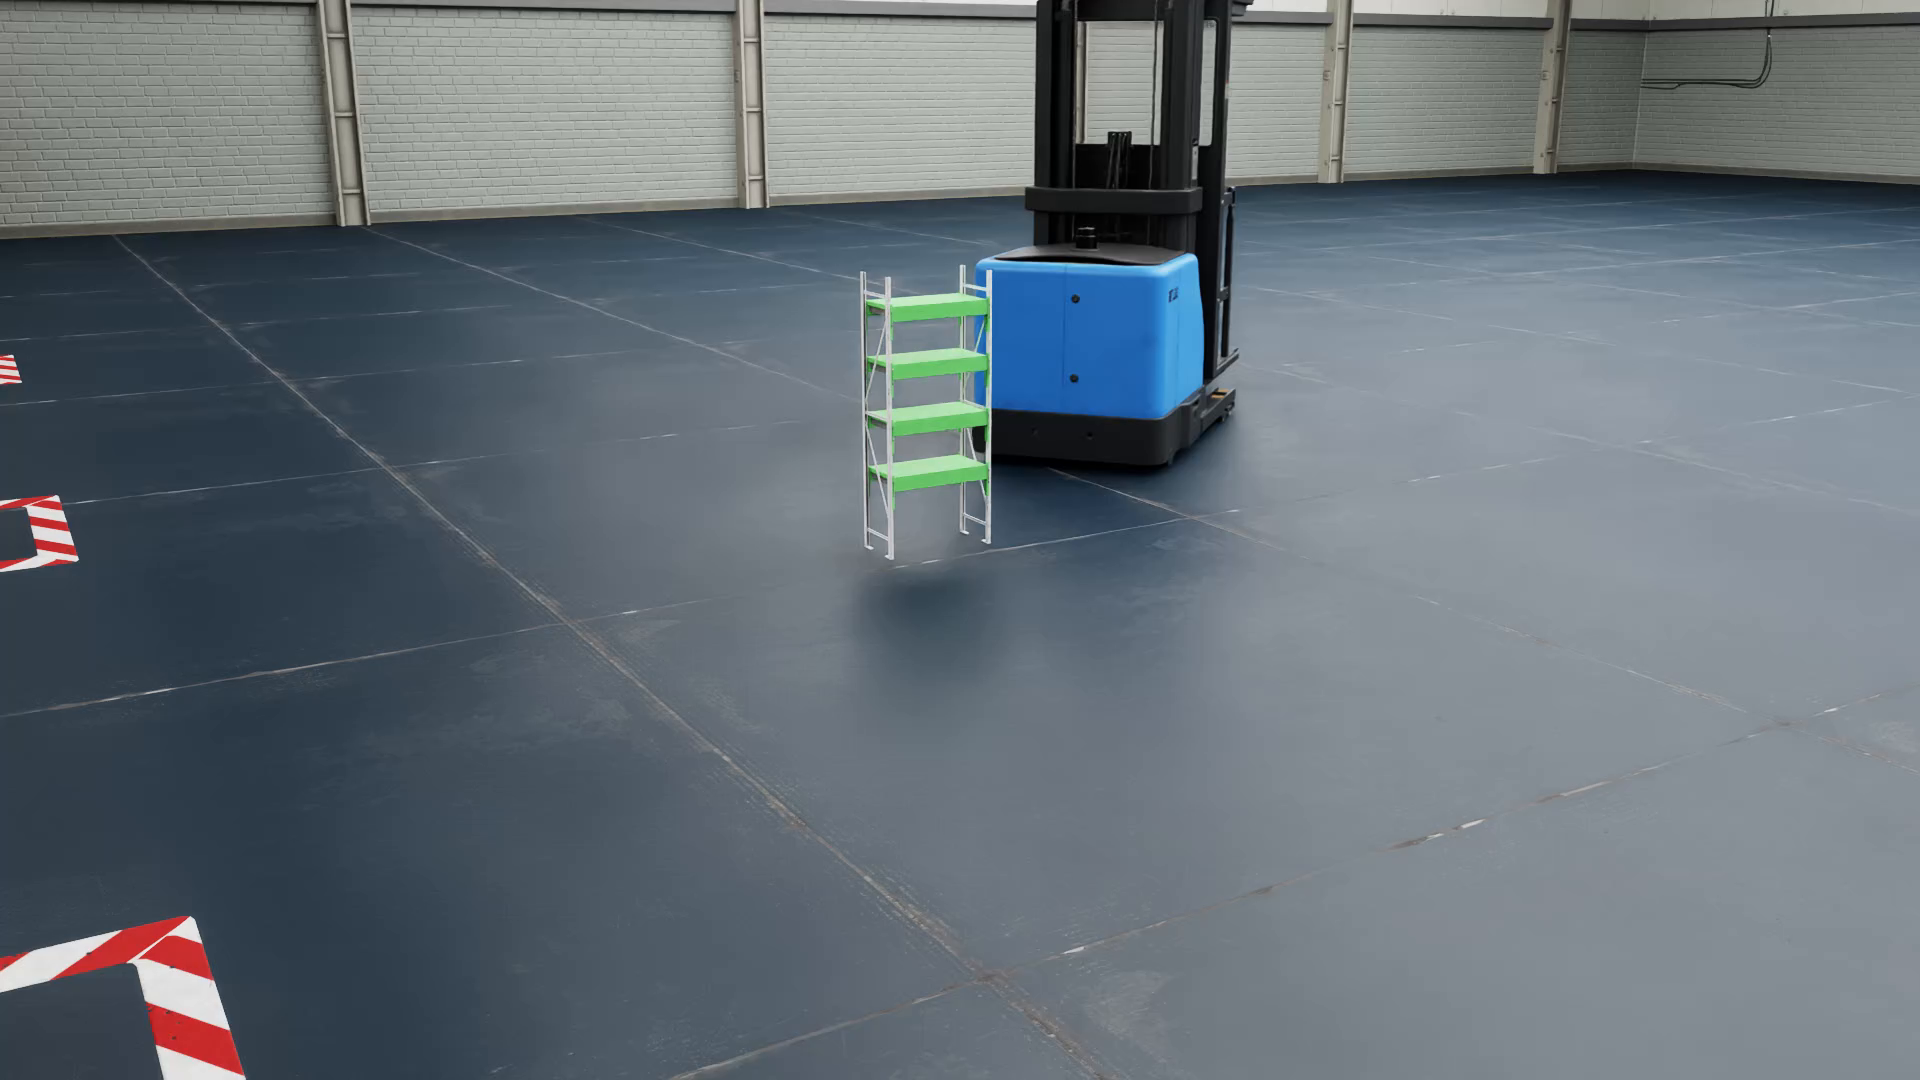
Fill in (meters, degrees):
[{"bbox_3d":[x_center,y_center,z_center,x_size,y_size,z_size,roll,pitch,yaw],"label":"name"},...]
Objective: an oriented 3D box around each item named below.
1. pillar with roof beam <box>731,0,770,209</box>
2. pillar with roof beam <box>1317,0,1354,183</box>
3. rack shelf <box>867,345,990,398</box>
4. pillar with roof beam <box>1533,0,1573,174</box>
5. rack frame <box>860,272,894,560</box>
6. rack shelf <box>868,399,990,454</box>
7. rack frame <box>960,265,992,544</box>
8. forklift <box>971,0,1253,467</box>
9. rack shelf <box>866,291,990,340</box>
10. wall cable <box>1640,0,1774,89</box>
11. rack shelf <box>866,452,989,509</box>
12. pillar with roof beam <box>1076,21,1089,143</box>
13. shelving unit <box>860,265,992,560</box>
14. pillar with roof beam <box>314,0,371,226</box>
[{"bbox_3d":[-0.988,-8.512,21.104,0.400,9.000,9.100,-9,18,-30],"label":"pillar with roof beam"},{"bbox_3d":[9.298,-10.180,27.055,0.400,9.000,9.100,-9,18,-30],"label":"pillar with roof beam"},{"bbox_3d":[-0.142,-0.724,7.118,0.480,0.148,0.258,-9,18,-30],"label":"rack shelf"},{"bbox_3d":[14.441,-11.014,30.030,0.400,9.000,9.100,-9,18,-30],"label":"pillar with roof beam"},{"bbox_3d":[-0.351,-0.521,7.045,0.015,1.200,0.240,-9,18,-30],"label":"rack frame"},{"bbox_3d":[-0.142,-0.493,7.183,0.480,0.148,0.258,-9,18,-30],"label":"rack shelf"},{"bbox_3d":[0.067,-0.589,7.287,0.015,1.200,0.240,-9,18,-30],"label":"rack frame"},{"bbox_3d":[1.039,-2.146,9.636,1.130,2.935,3.031,6,17,19],"label":"forklift"},{"bbox_3d":[-0.142,-0.955,7.053,0.480,0.148,0.258,-9,18,-30],"label":"rack shelf"},{"bbox_3d":[15.431,-10.619,34.372,0.112,2.526,3.097,-9,18,-30],"label":"wall cable"},{"bbox_3d":[-0.142,-0.262,7.248,0.480,0.148,0.258,-9,18,-30],"label":"rack shelf"},{"bbox_3d":[4.155,-9.346,24.080,0.400,9.000,9.100,-9,18,-30],"label":"pillar with roof beam"},{"bbox_3d":[-0.142,-0.555,7.166,0.503,1.200,0.258,-9,18,-30],"label":"shelving unit"},{"bbox_3d":[-6.131,-7.678,18.129,0.400,9.000,9.100,-9,18,-30],"label":"pillar with roof beam"}]
